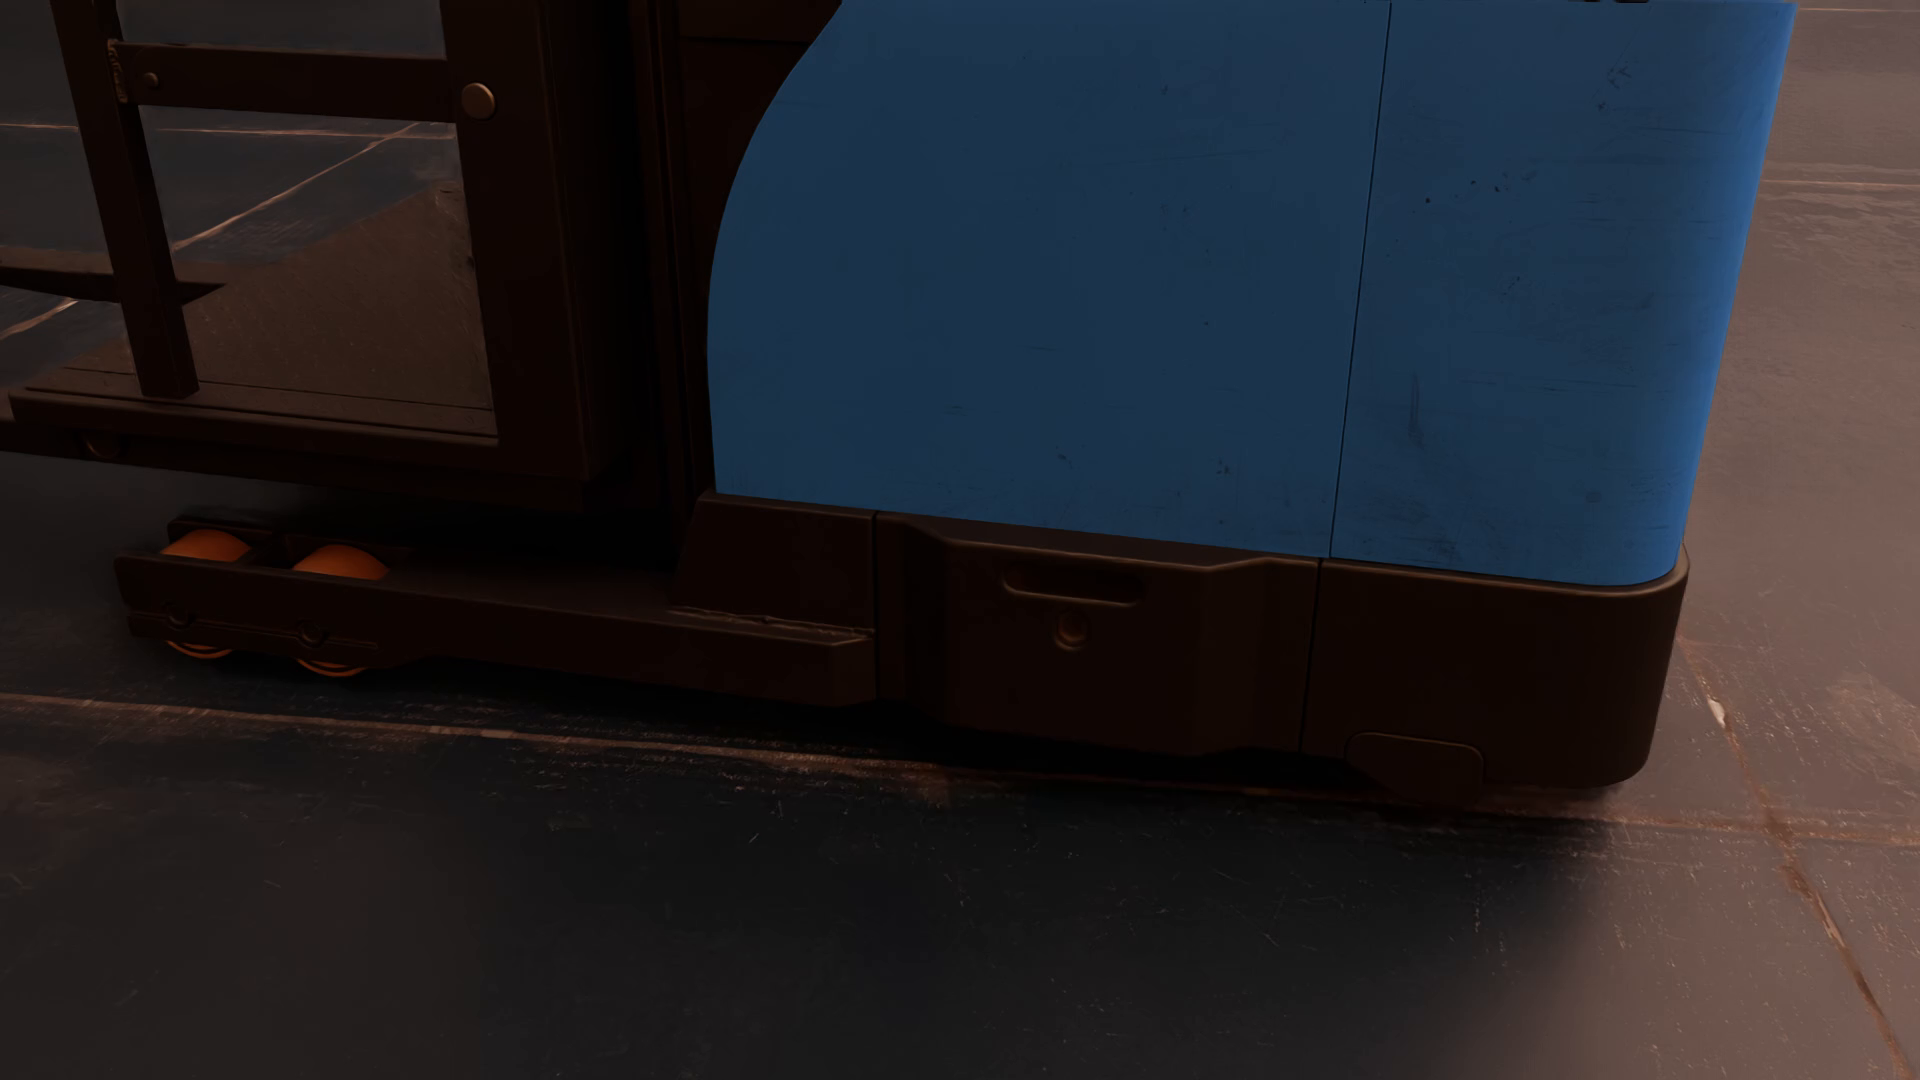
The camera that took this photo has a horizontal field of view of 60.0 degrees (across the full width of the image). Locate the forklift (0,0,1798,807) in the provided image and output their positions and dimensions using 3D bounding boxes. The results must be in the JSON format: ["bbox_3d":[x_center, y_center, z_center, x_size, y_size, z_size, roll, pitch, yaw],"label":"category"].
[{"bbox_3d":[-0.599,-1.356,1.934,3.031,2.935,1.130,6,27,12],"label":"forklift"}]
